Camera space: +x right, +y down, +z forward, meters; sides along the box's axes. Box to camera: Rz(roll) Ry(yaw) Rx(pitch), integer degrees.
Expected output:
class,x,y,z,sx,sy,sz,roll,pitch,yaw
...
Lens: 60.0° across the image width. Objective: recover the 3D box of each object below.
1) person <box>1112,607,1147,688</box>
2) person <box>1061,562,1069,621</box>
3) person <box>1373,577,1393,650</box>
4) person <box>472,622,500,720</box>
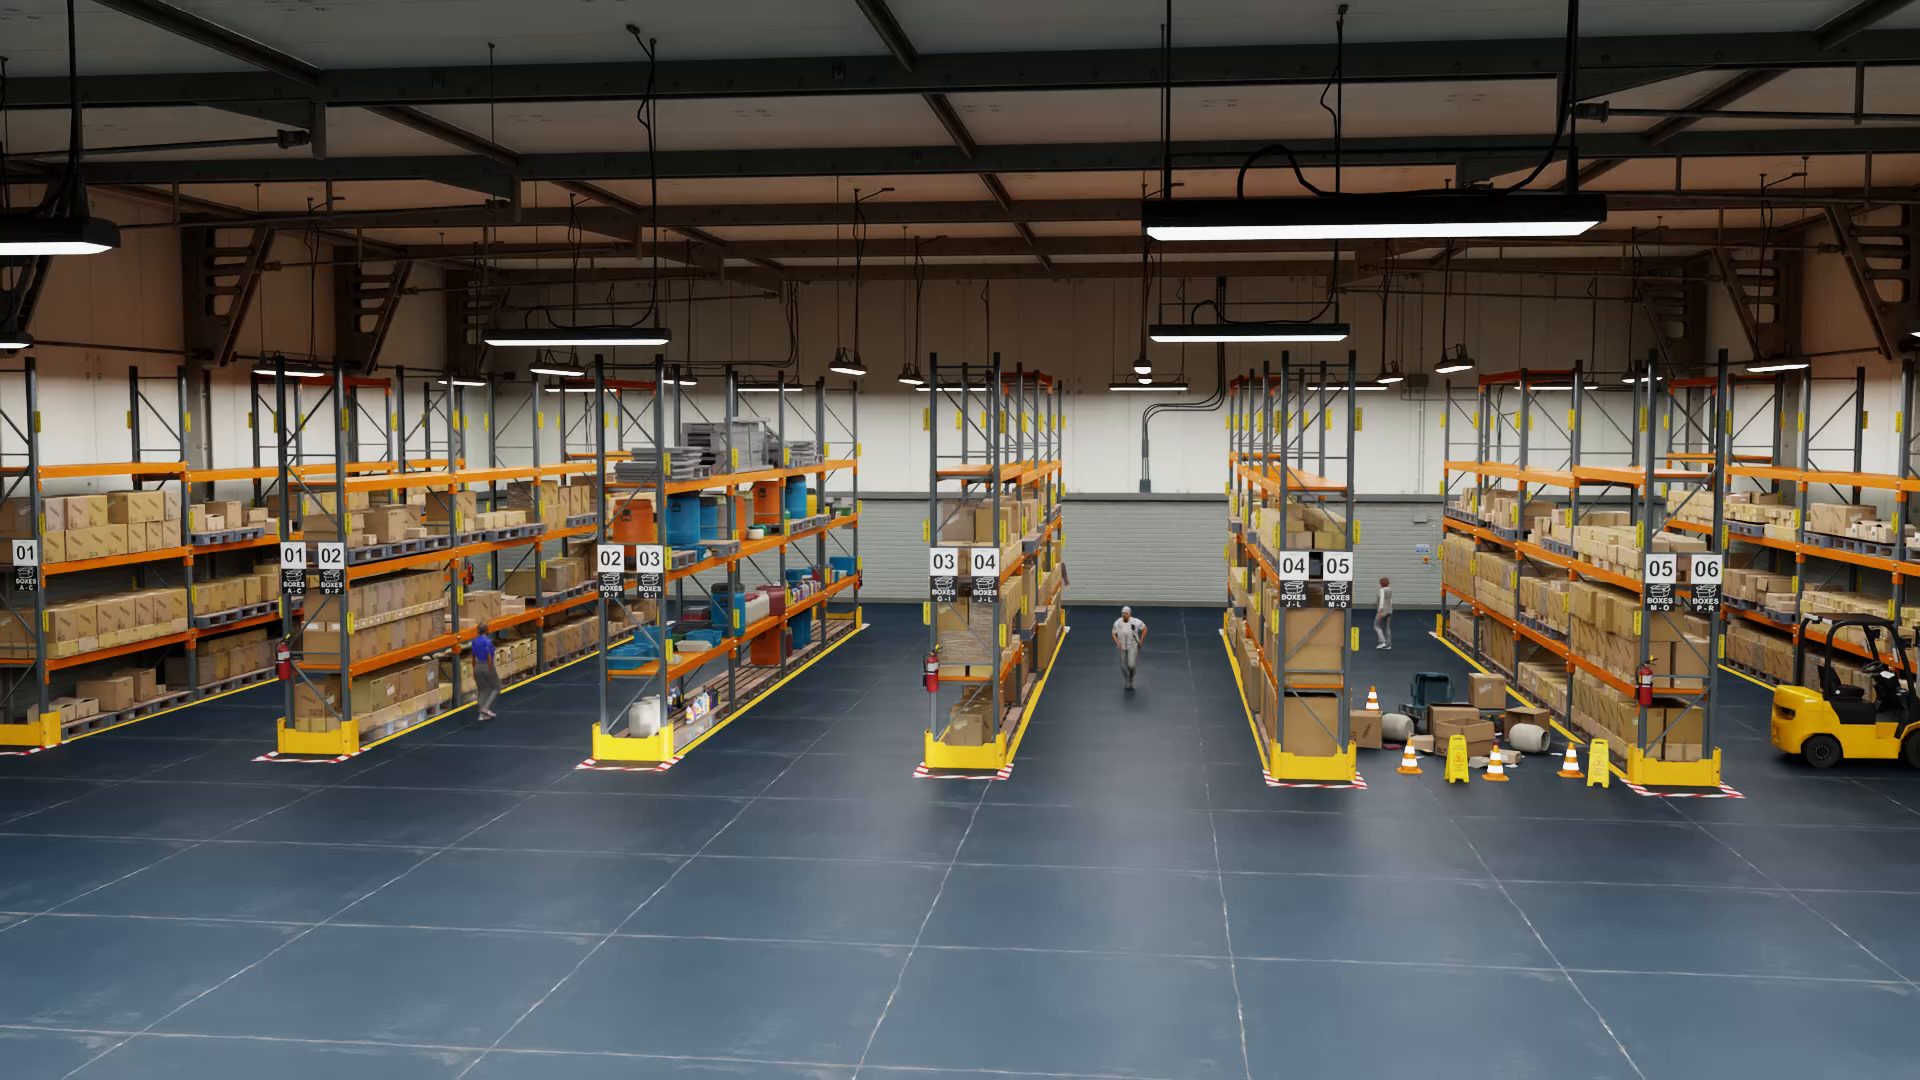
class,x,y,z,sx,sy,sz,roll,pitch,yaw
person,3.173,2.014,31.101,0.640,1.580,0.752,1,4,18
person,2.424,1.144,41.938,0.572,1.705,1.175,-3,5,-34
person,9.366,1.626,36.663,0.445,1.597,0.372,-3,5,-38
person,-7.976,2.206,27.813,0.517,1.637,0.486,1,4,13
